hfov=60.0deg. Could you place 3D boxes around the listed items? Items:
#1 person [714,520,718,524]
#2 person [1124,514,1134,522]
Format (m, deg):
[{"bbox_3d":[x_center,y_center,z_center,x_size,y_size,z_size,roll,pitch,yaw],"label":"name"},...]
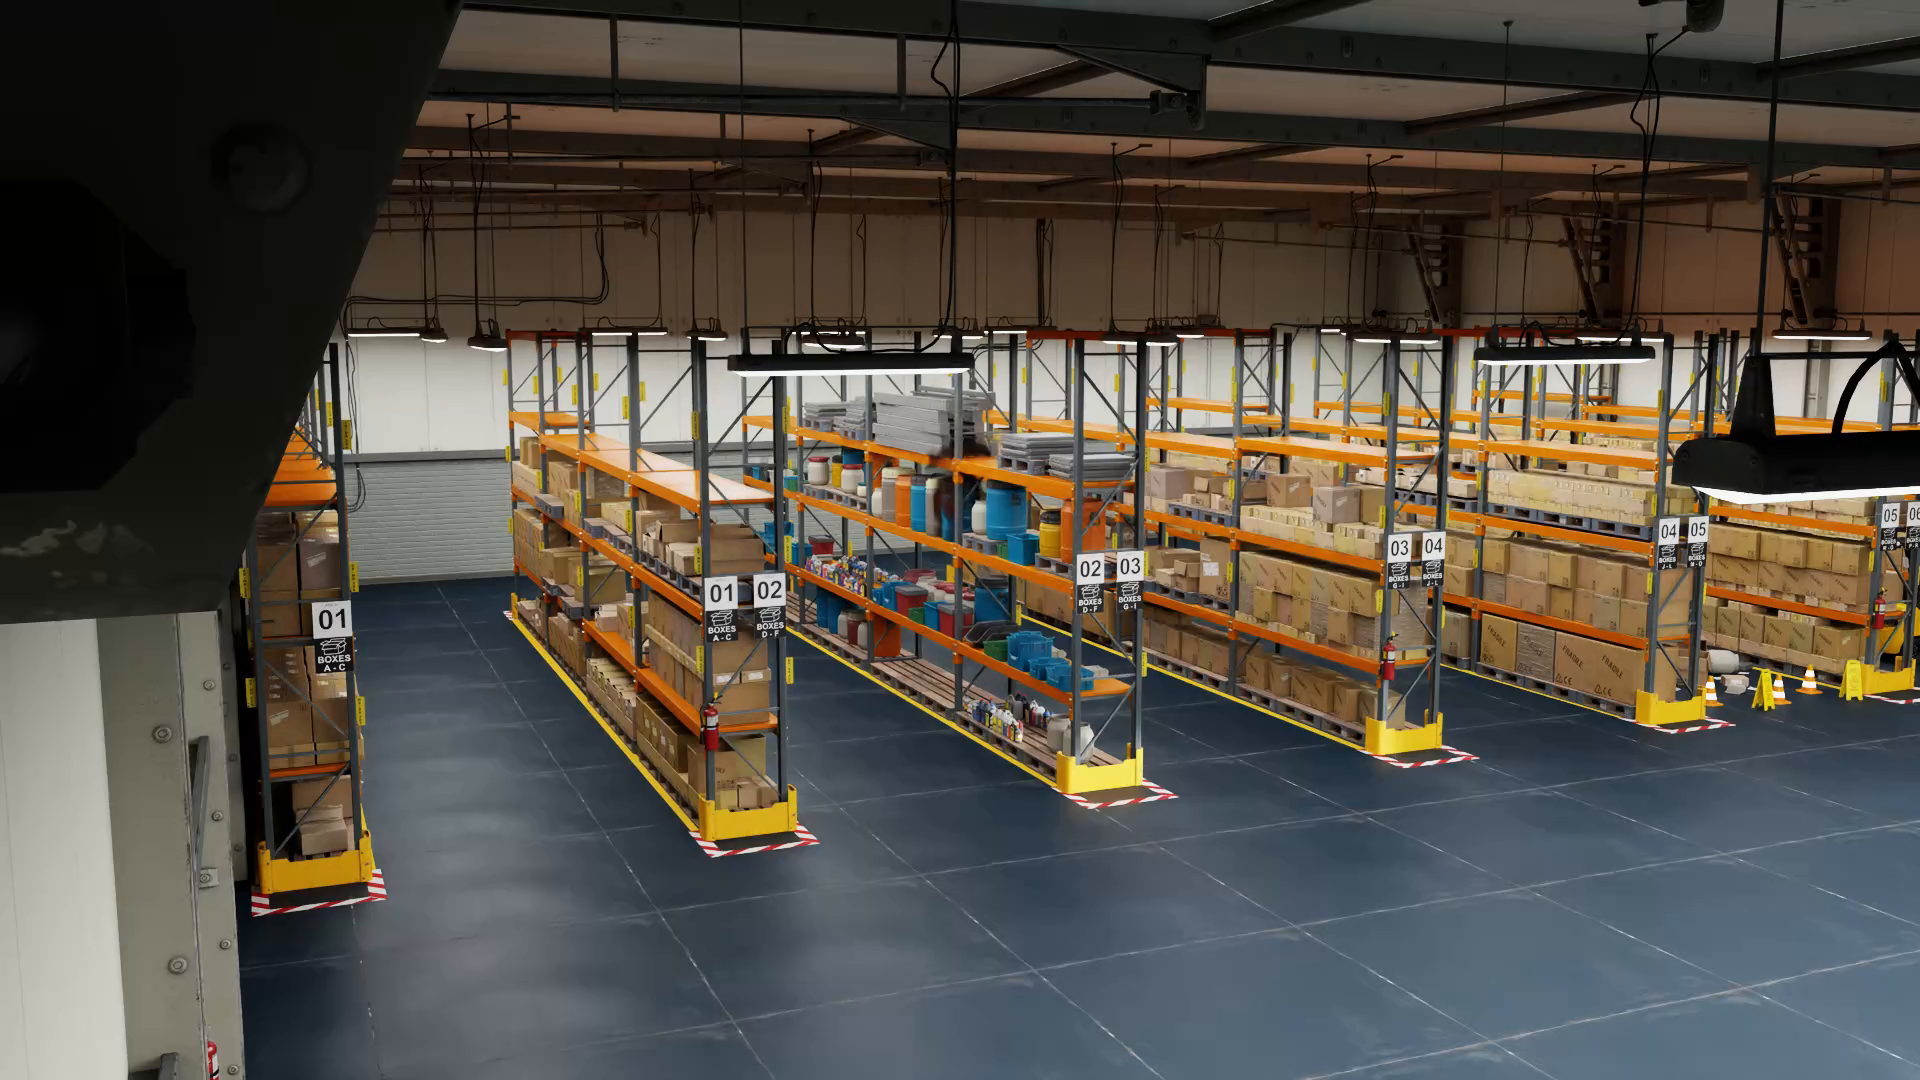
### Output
[{"bbox_3d":[-5.595,0.354,37.984,0.518,1.639,1.035,-2,8,-11],"label":"person"},{"bbox_3d":[4.108,-0.142,41.314,0.717,1.698,0.544,-6,10,-39],"label":"person"}]
